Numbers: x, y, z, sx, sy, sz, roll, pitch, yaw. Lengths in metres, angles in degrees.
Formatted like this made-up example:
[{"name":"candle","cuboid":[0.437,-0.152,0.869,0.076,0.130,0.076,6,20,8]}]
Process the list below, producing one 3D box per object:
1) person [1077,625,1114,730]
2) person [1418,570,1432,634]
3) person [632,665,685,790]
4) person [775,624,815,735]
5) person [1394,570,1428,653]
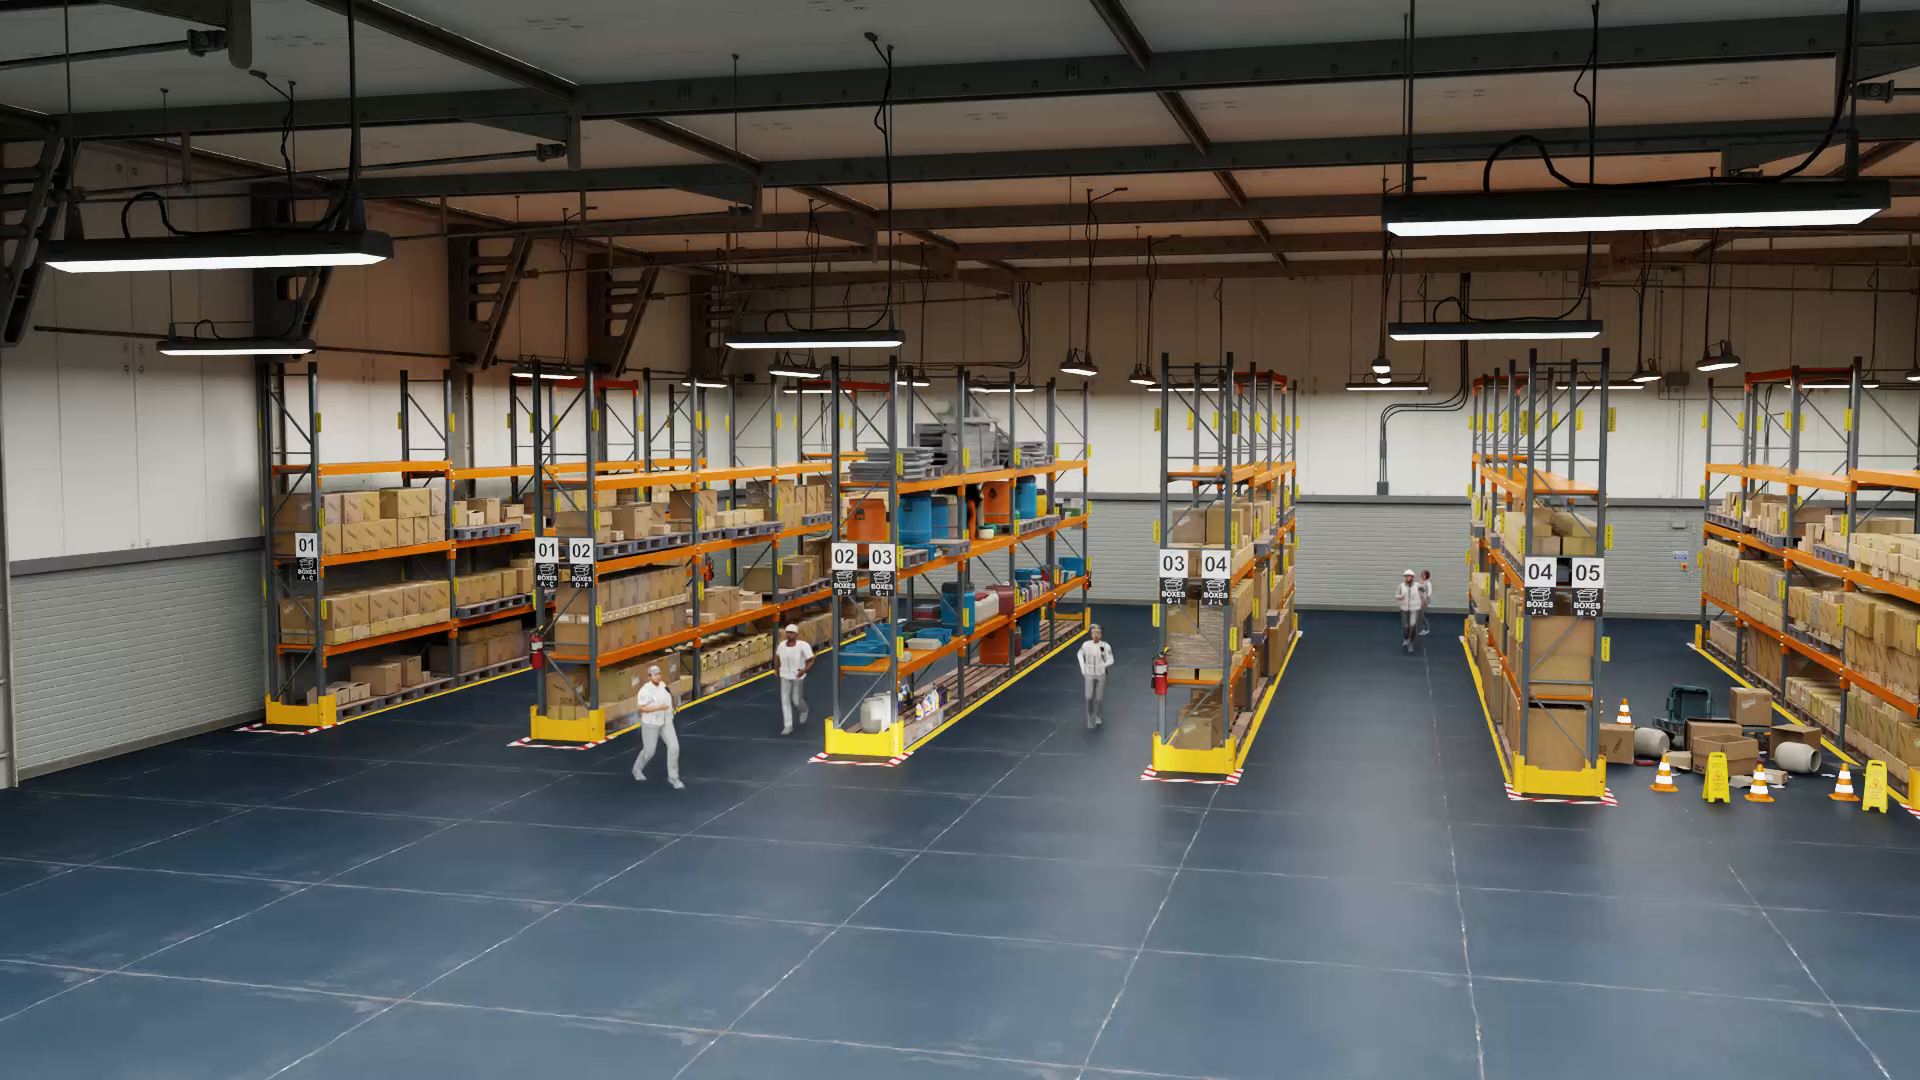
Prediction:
[{"name":"person","cuboid":[2.220,2.257,27.306,0.603,1.756,0.629,0,4,7]},{"name":"person","cuboid":[10.716,1.484,38.610,0.797,1.584,0.545,-3,5,-32]},{"name":"person","cuboid":[-4.167,2.571,22.952,0.608,1.689,0.894,-4,6,-45]},{"name":"person","cuboid":[-2.698,2.237,27.018,0.711,1.765,0.872,1,4,13]},{"name":"person","cuboid":[9.905,1.555,36.553,0.664,1.829,0.895,2,4,25]}]
